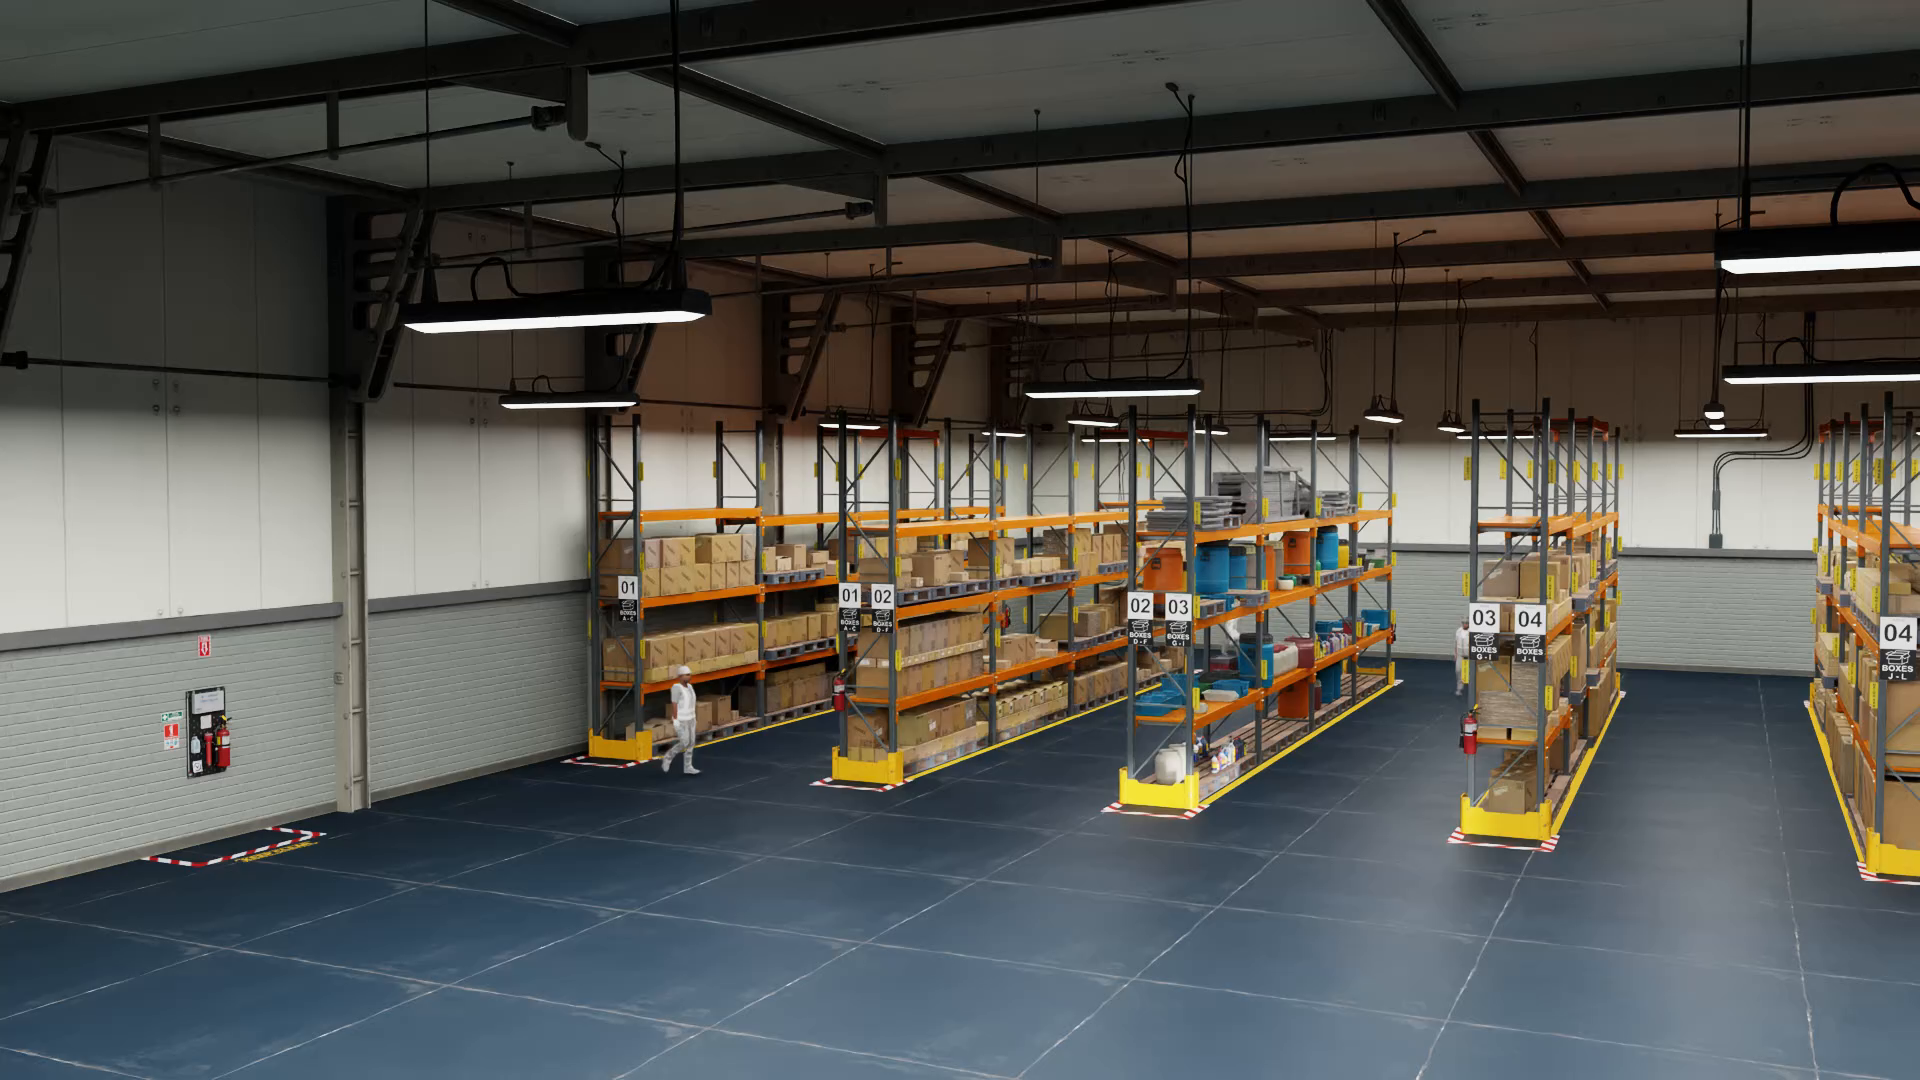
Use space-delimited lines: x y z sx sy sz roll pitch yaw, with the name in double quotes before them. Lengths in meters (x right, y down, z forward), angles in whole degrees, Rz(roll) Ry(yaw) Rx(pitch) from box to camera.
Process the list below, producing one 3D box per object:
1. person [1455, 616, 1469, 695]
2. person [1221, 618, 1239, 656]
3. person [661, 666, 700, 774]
"person" 11.379 2.603 37.393 0.591 1.780 0.622 2 3 38
"person" 6.764 2.449 41.600 0.470 1.627 0.953 -2 3 -37
"person" -4.591 2.968 27.443 0.613 1.778 0.572 1 2 20
